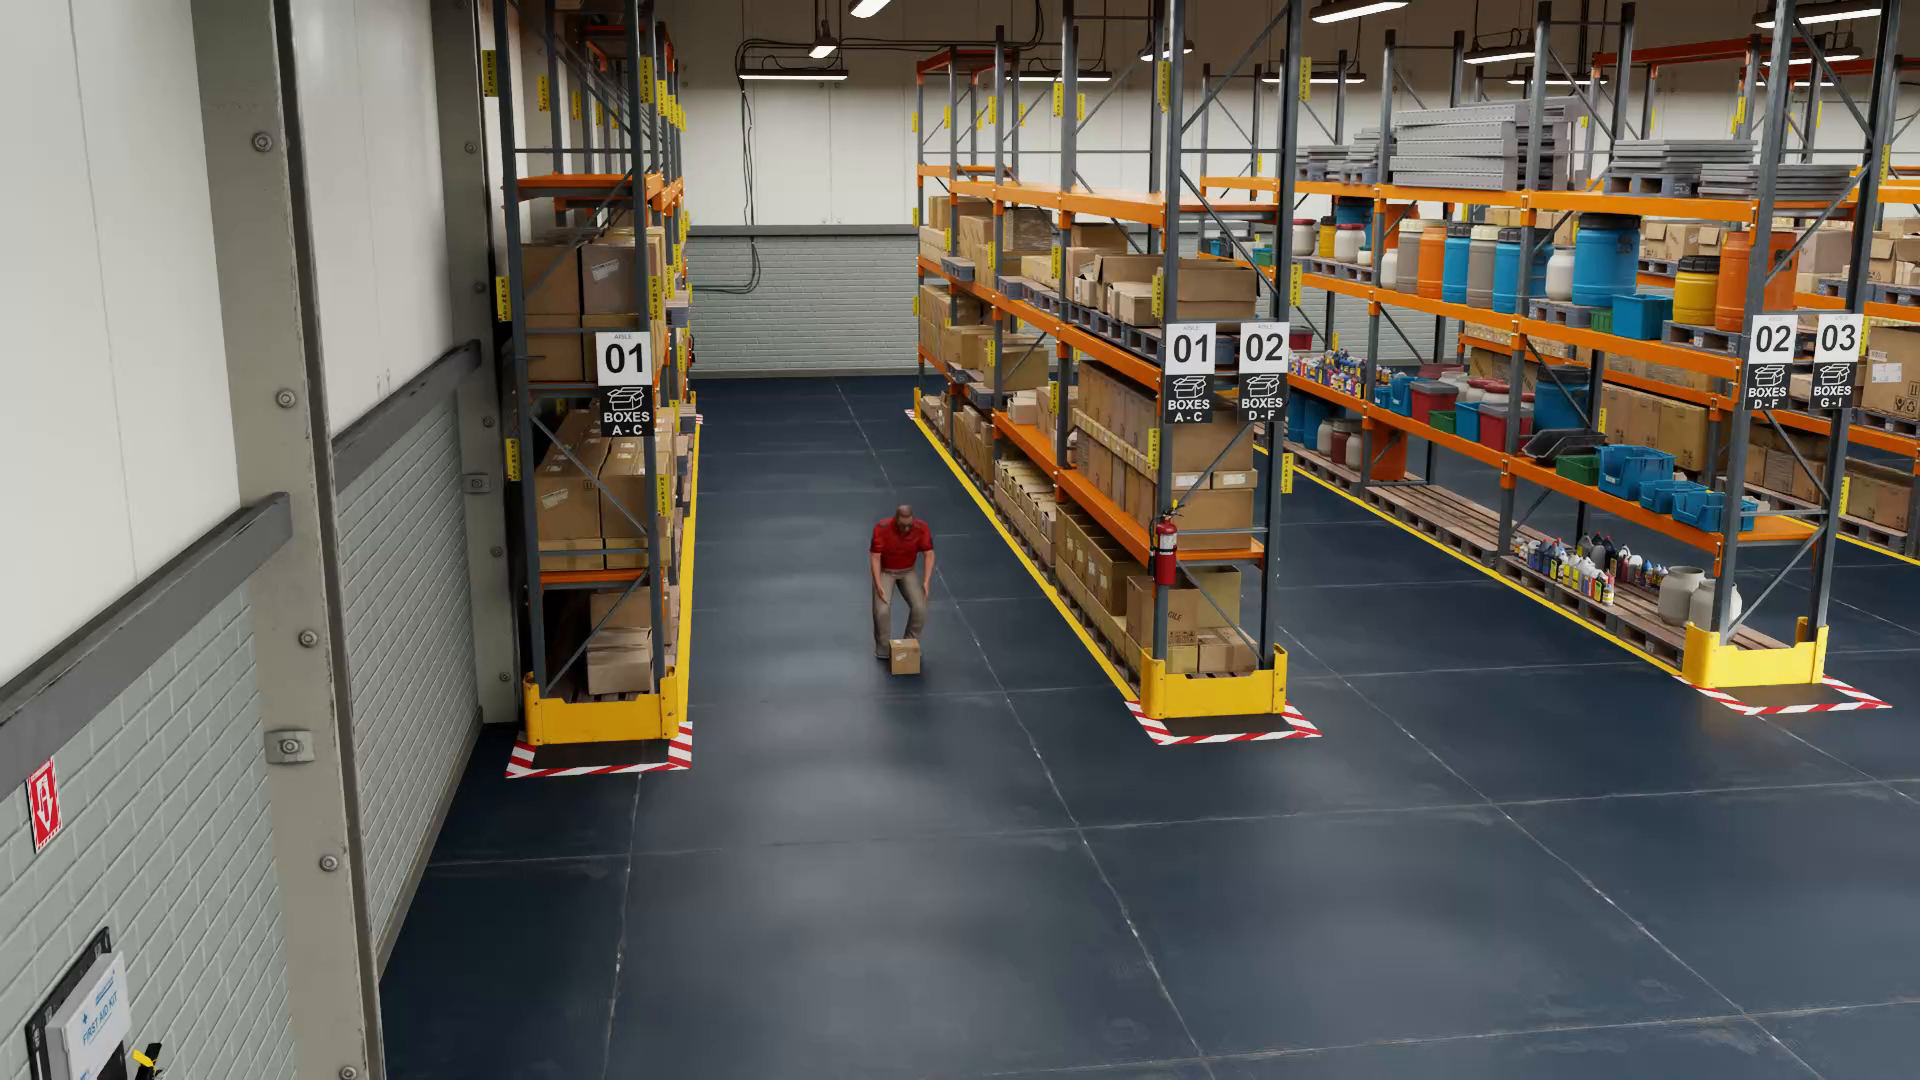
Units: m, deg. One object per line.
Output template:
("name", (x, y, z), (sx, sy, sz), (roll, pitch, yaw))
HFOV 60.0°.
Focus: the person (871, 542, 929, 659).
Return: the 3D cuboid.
("person", (-0.536, 0.583, 14.986), (0.503, 1.063, 0.961), (-2, 13, -10))
